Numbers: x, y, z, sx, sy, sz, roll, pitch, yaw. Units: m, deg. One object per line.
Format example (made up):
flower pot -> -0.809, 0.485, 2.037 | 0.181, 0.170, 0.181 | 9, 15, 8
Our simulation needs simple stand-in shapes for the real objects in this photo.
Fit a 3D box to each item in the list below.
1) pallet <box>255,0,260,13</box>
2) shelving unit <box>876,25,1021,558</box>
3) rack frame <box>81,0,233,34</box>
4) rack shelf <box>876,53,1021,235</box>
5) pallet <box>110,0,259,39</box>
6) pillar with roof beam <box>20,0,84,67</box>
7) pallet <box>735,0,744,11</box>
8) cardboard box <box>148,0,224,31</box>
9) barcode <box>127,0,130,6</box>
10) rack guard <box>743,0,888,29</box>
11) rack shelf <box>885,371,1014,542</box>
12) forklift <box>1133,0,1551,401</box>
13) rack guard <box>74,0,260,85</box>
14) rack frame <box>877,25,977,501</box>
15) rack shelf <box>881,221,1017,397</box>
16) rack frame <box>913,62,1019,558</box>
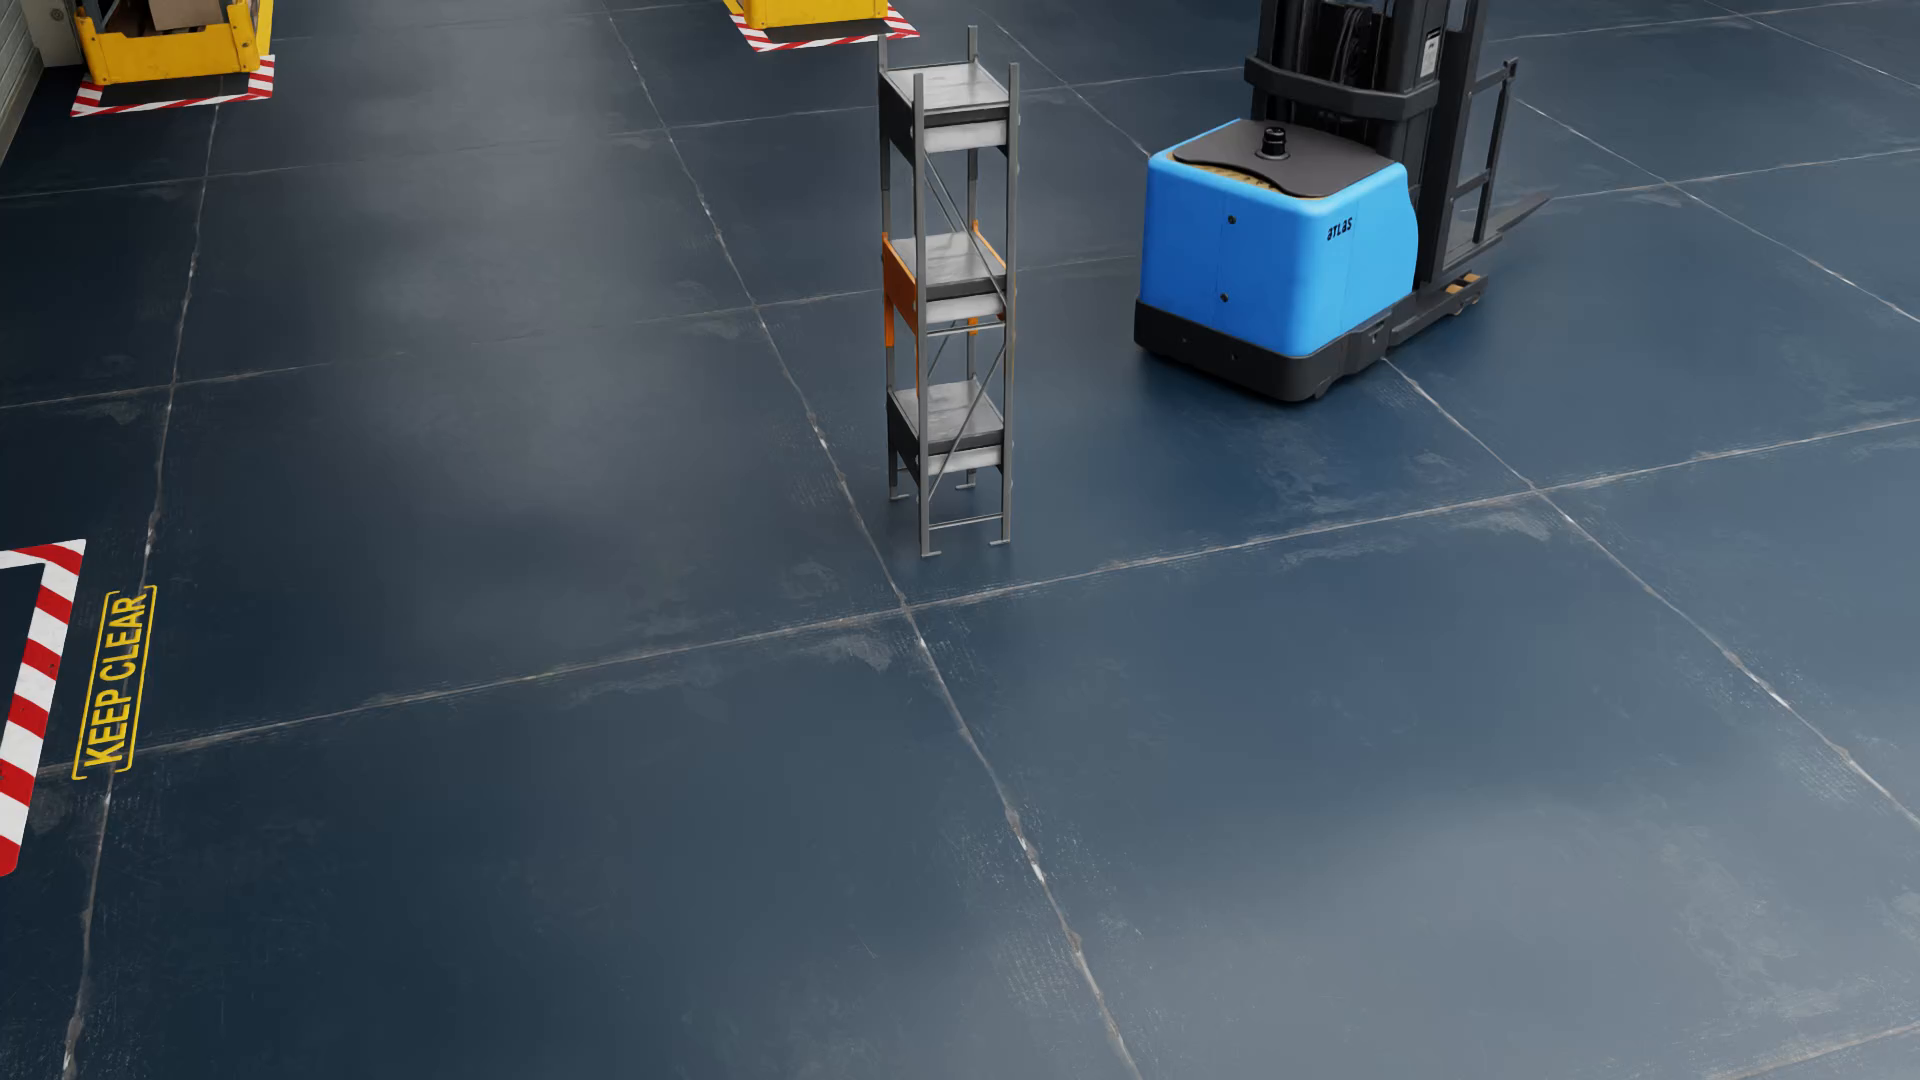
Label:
pallet -> -6.524, -4.720, 14.202 | 1.003, 0.211, 1.213 | -10, 35, -15
shelving unit -> -0.050, -0.963, 6.803 | 0.431, 2.100, 0.503 | -10, 35, -15
rack frame -> -5.918, -4.772, 11.751 | 1.000, 3.000, 0.127 | -10, 35, -15
rack shelf -> -0.050, -1.536, 6.424 | 0.431, 0.518, 0.480 | -10, 35, -15
pallet -> -6.155, -4.081, 13.234 | 1.003, 0.211, 1.213 | -10, 35, -15
pillar with roof beam -> -2.855, -8.221, 11.528 | 9.100, 9.000, 0.400 | -10, 35, -15
pallet -> -1.475, -4.838, 14.380 | 1.003, 0.211, 1.213 | -10, 35, -15
cardboard box -> -6.043, -4.212, 12.943 | 0.500, 0.311, 0.500 | -14, 36, -20
barcode -> -6.430, -4.158, 12.853 | 0.001, 0.075, 0.075 | -10, 35, -15
rack guard -> -1.194, -4.551, 13.684 | 1.175, 0.500, 0.348 | -10, 35, -15
rack shelf -> -0.050, -0.368, 7.196 | 0.431, 0.518, 0.480 | -10, 35, -15
forklift -> 2.278, -2.625, 8.563 | 1.130, 2.935, 3.031 | 27, 42, 35
rack guard -> -5.941, -3.769, 12.500 | 1.175, 0.500, 0.348 | -10, 35, -15
rack frame -> -0.125, -1.091, 6.997 | 0.400, 2.100, 0.015 | -10, 35, -15
rack shelf -> -0.050, -0.952, 6.810 | 0.431, 0.518, 0.480 | -10, 35, -15
rack frame -> 0.024, -0.835, 6.609 | 0.400, 2.100, 0.015 | -10, 35, -15
